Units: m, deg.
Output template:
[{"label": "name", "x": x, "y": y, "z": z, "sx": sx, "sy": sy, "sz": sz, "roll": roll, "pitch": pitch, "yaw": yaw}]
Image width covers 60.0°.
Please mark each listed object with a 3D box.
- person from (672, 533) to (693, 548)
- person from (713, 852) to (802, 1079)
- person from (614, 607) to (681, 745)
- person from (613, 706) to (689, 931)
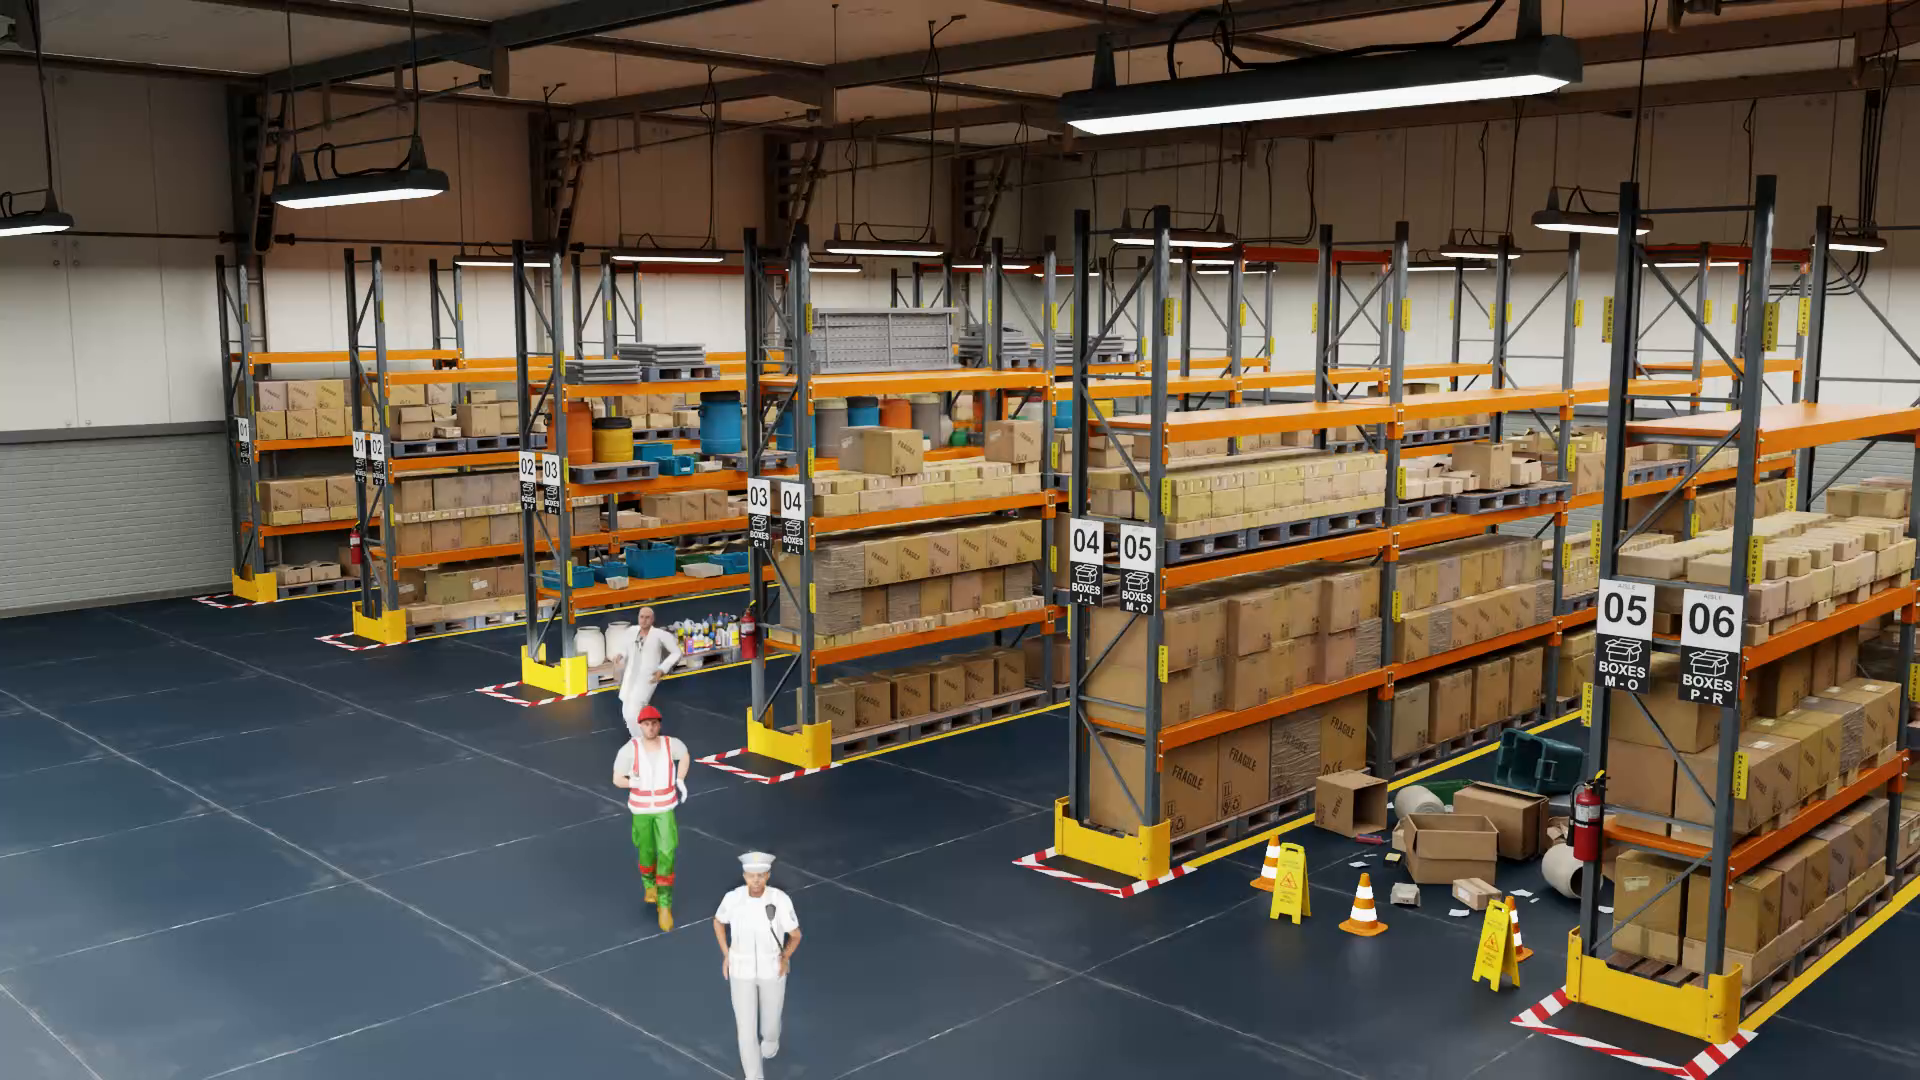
[{"label": "person", "x": -5.250, "y": -0.105, "z": 31.739, "sx": 0.576, "sy": 1.607, "sz": 0.565, "roll": 7, "pitch": 11, "yaw": 40}, {"label": "person", "x": -1.323, "y": 2.826, "z": 10.869, "sx": 0.579, "sy": 1.696, "sz": 0.825, "roll": -1, "pitch": 8, "yaw": -4}, {"label": "person", "x": -3.639, "y": 1.674, "z": 19.068, "sx": 0.714, "sy": 1.657, "sz": 0.690, "roll": 4, "pitch": 9, "yaw": 27}, {"label": "person", "x": -2.591, "y": 2.298, "z": 14.014, "sx": 0.639, "sy": 1.840, "sz": 0.755, "roll": -1, "pitch": 8, "yaw": -10}]
